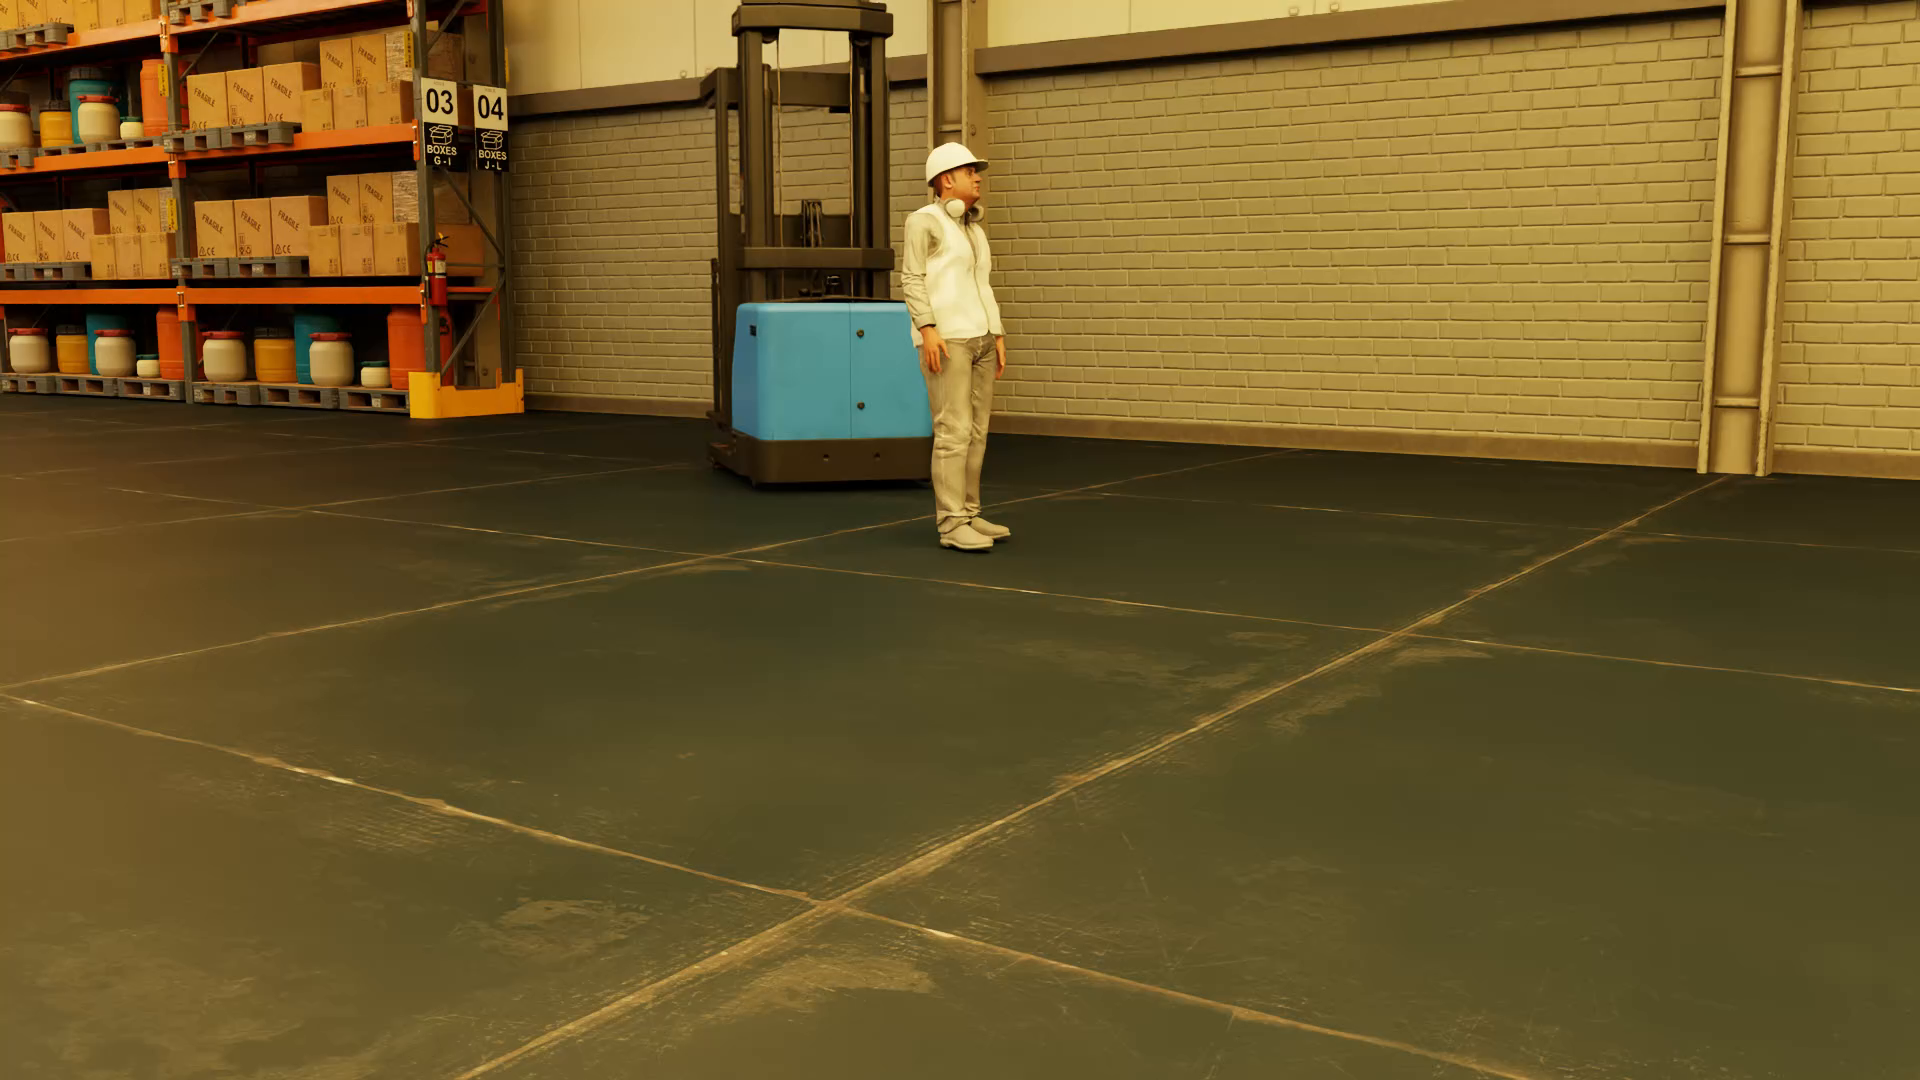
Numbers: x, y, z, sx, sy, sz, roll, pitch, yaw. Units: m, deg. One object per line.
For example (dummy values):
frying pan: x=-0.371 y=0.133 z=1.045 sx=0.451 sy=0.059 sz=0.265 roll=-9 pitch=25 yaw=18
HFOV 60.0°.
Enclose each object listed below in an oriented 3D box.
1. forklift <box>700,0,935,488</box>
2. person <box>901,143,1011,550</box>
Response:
forklift: x=-1.049 y=-1.920 z=10.692 sx=1.130 sy=2.935 sz=3.031 roll=-2 pitch=8 yaw=-17
person: x=0.047 y=-0.880 z=7.437 sx=0.568 sy=1.773 sz=0.632 roll=5 pitch=10 yaw=34
